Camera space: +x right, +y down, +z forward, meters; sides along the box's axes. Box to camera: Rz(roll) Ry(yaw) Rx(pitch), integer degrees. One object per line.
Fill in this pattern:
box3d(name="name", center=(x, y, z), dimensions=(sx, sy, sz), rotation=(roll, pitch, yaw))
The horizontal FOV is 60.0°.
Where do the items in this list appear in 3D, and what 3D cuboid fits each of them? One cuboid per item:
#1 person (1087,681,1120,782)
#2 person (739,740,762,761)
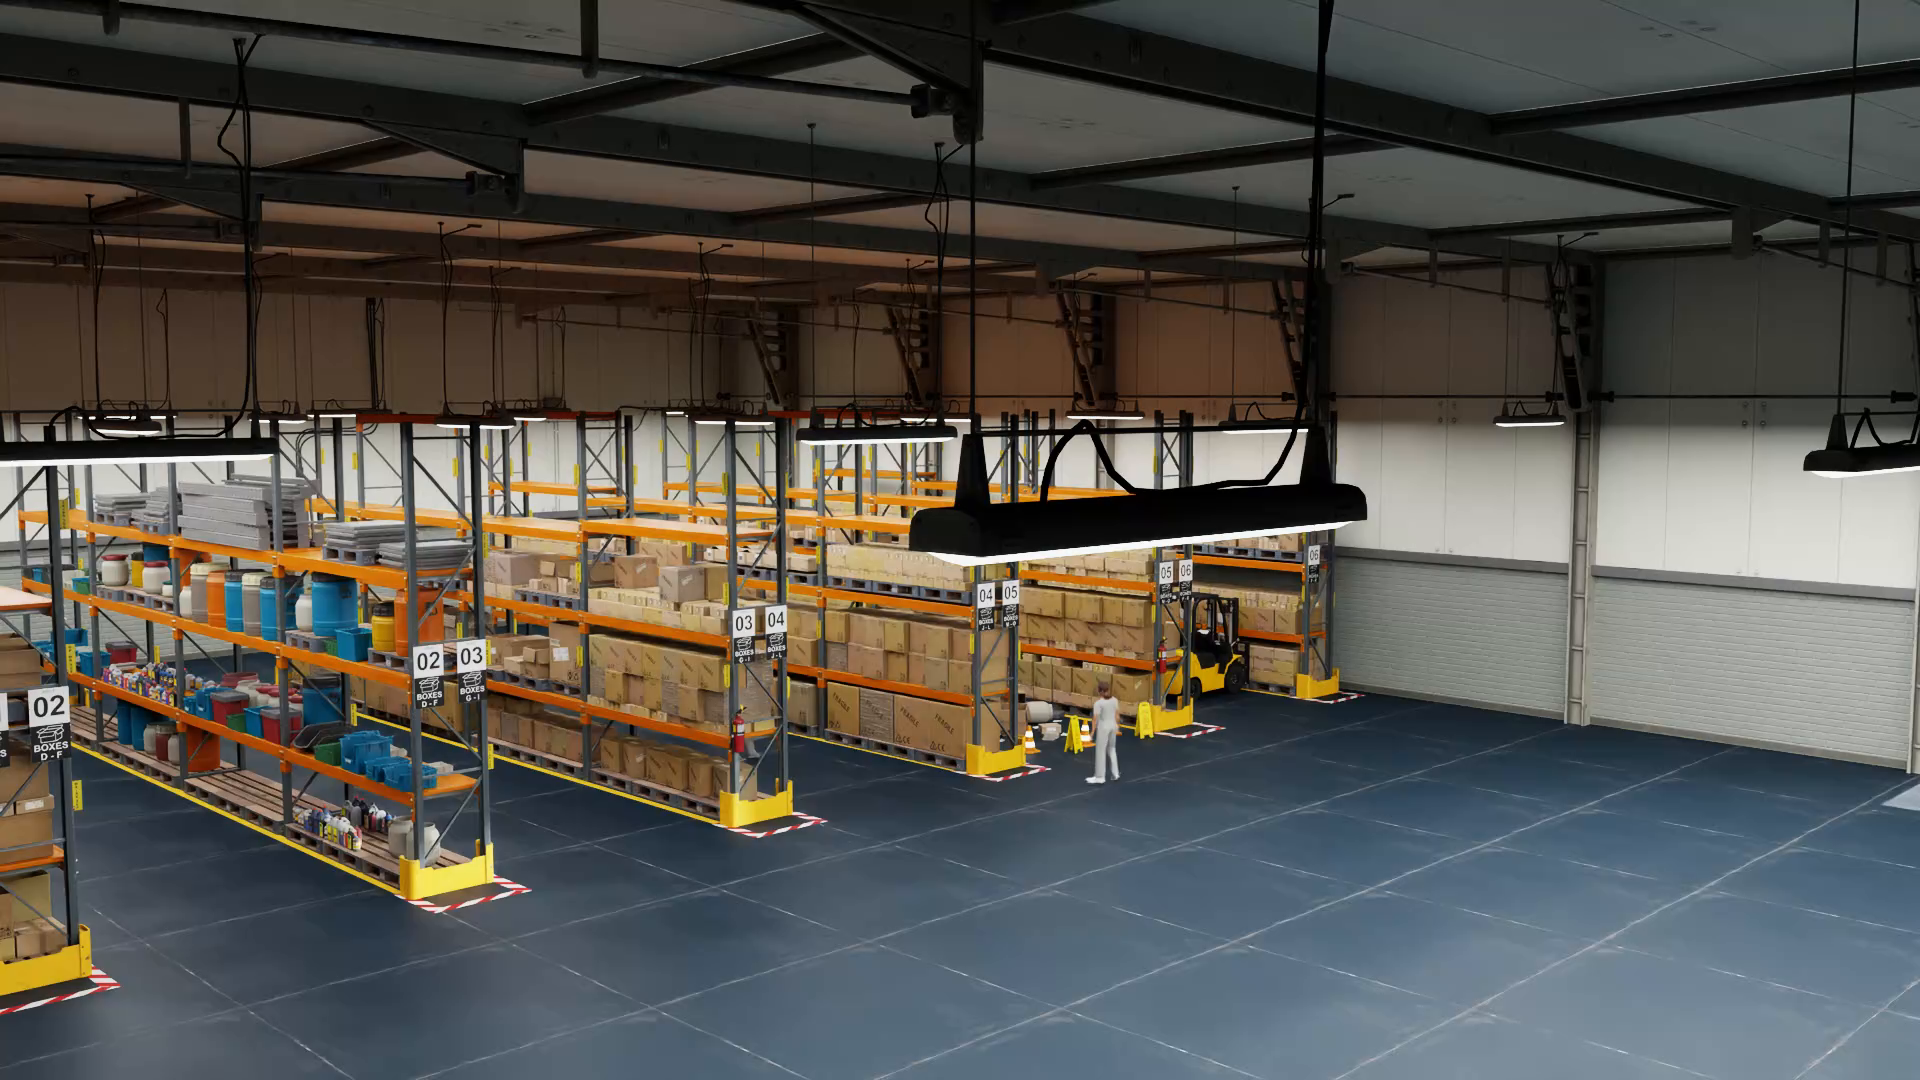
box3d(name="person", center=(2.398, 3.143, 27.211), dimensions=(0.571, 1.701, 0.368), rotation=(-3, 6, -32))
box3d(name="person", center=(-3.687, 2.991, 28.852), dimensions=(0.589, 1.679, 0.495), rotation=(-1, 5, -13))
